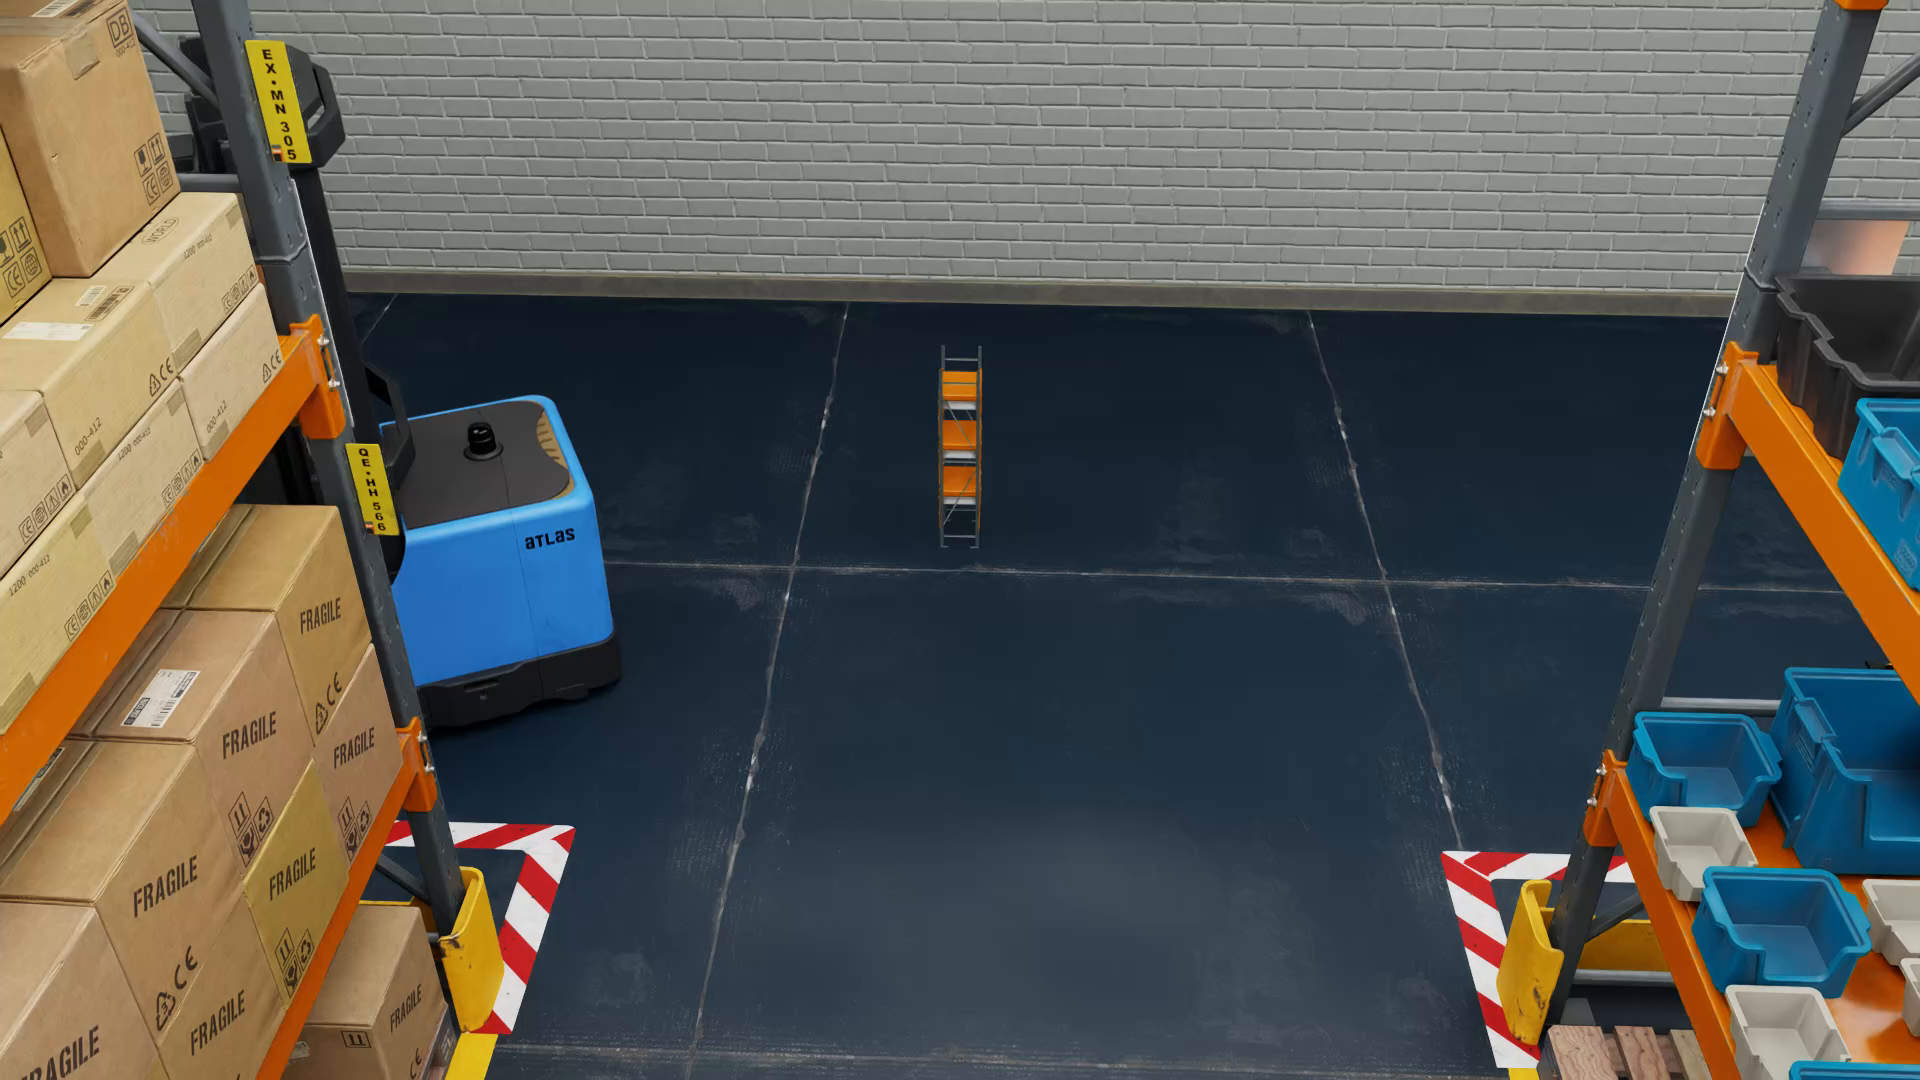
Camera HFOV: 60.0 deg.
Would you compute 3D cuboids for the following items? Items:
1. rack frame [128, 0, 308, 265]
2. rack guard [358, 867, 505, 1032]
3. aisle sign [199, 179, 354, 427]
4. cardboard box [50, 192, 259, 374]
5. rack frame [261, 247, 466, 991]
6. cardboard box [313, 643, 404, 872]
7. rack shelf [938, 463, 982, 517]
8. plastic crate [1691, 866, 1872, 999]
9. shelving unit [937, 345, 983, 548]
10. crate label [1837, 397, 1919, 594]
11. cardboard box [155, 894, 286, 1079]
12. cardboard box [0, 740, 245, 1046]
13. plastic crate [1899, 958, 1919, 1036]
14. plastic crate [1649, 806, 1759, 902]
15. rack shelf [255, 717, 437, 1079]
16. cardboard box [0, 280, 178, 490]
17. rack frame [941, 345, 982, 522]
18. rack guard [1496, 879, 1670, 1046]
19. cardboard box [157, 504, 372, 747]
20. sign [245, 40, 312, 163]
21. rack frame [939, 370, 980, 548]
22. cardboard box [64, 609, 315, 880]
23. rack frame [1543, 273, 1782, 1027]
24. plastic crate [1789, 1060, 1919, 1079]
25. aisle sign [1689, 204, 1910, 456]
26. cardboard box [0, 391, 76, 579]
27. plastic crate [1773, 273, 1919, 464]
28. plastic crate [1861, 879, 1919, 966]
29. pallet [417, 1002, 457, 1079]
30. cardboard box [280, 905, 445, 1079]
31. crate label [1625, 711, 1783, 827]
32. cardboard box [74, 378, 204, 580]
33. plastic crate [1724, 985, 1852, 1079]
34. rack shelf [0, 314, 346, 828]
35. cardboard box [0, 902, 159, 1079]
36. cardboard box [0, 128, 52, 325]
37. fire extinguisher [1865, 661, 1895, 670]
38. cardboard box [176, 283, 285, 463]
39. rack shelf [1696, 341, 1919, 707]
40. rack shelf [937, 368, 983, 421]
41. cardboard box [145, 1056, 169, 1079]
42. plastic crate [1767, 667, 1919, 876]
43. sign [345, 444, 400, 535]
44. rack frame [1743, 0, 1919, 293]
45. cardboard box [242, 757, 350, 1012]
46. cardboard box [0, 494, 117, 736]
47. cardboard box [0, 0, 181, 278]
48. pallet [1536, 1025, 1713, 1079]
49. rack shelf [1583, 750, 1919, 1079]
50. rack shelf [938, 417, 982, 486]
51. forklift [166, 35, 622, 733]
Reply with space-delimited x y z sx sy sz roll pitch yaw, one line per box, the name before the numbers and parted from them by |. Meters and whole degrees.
rack frame | -2.325 -2.026 3.753 1.000 3.000 0.127 1 35 2
rack guard | -2.328 1.495 6.134 1.175 0.500 0.348 1 35 2
aisle sign | -2.016 -0.667 4.776 0.394 0.787 0.004 1 35 2
cardboard box | -2.091 -0.641 4.086 0.500 0.250 0.500 1 35 2
rack frame | -2.325 0.428 5.478 1.000 3.000 0.127 1 35 2
cardboard box | -2.071 0.651 5.074 0.500 0.500 0.500 2 35 3
rack shelf | 0.002 -0.224 8.603 0.215 0.259 0.240 1 35 2
plastic crate | 2.259 1.101 4.613 0.416 0.233 0.300 1 35 2
shelving unit | 0.002 -0.460 8.438 0.215 1.050 0.252 1 35 2
crate label | 2.264 -0.099 3.748 0.408 0.251 0.502 1 35 2
cardboard box | -2.114 1.236 4.242 0.500 0.500 0.500 2 35 2
cardboard box | -2.104 0.829 3.951 0.500 0.500 0.500 2 35 3
plastic crate | 2.746 1.267 4.461 0.396 0.136 0.243 1 35 2
plastic crate | 2.190 0.945 4.920 0.250 0.136 0.298 1 35 2
rack shelf | -2.405 1.872 4.049 1.077 0.370 4.000 1 35 2
cardboard box | -2.111 -0.354 3.677 0.500 0.250 0.500 1 35 2
rack frame | 0.007 -0.530 8.537 0.200 1.050 0.008 1 35 2
rack guard | 2.612 1.553 6.051 1.175 0.500 0.348 1 35 2
cardboard box | -2.068 0.240 4.788 0.500 0.500 0.500 1 35 1
sign | -1.771 -1.137 4.326 0.100 0.325 0.005 1 35 2
rack frame | -0.003 -0.390 8.338 0.200 1.050 0.008 1 35 2
cardboard box | -2.088 0.531 4.375 0.500 0.500 0.500 2 35 3
rack frame | 2.624 0.545 5.312 1.000 3.000 0.127 1 35 2
plastic crate | 2.232 1.479 4.075 0.416 0.233 0.300 1 35 2
aisle sign | 2.330 -0.567 4.633 0.394 0.787 0.004 1 35 2
cardboard box | -2.135 -0.067 3.269 0.500 0.250 0.500 1 35 2
plastic crate | 2.330 -0.414 4.181 0.497 0.269 0.590 1 35 2
plastic crate | 2.772 1.101 4.698 0.396 0.136 0.243 1 35 2
pallet | -2.359 2.071 5.566 1.003 0.211 1.213 1 35 2
cardboard box | -2.101 1.589 5.617 0.500 0.500 0.500 1 35 2
crate label | 2.285 0.723 5.152 0.416 0.233 0.303 1 35 2
cardboard box | -2.113 -0.149 3.821 0.500 0.250 0.500 1 35 2
plastic crate | 2.162 1.334 4.365 0.250 0.136 0.298 1 35 2
rack shelf | -2.405 0.644 3.187 1.077 0.370 4.000 1 35 2
cardboard box | -2.124 1.124 3.532 0.500 0.500 0.500 2 35 3
cardboard box | -2.434 -0.668 3.472 0.700 0.500 0.500 1 35 2
fire extinguisher | 3.084 0.653 5.550 0.296 0.674 0.183 1 35 2
cardboard box | -2.082 -0.436 4.230 0.500 0.250 0.500 1 35 2
rack shelf | 2.544 0.761 3.021 1.077 0.370 4.000 1 35 2
rack shelf | 0.002 -0.684 8.280 0.215 0.259 0.240 1 35 2
cardboard box | -2.134 1.525 3.830 0.500 0.500 0.500 1 35 1
plastic crate | 2.797 0.702 5.005 0.616 0.435 0.499 1 35 2
sign | -1.771 -0.150 5.019 0.100 0.325 0.005 1 35 2
rack frame | 2.624 -1.910 3.587 1.000 3.000 0.127 1 35 2
cardboard box | -2.088 0.949 4.650 0.500 0.500 0.500 2 35 2
cardboard box | -2.120 0.138 3.412 0.500 0.250 0.500 1 35 2
cardboard box | -2.329 -0.953 3.878 0.700 0.500 0.500 1 35 2
pallet | 2.552 2.159 5.441 1.003 0.211 1.213 1 35 2
rack shelf | 2.544 1.988 3.884 1.077 0.370 4.000 1 35 2
rack shelf | 0.002 -0.452 8.444 0.215 0.259 0.240 1 35 2
forklift | -3.133 -0.444 6.778 3.031 2.935 1.130 -13 37 -18
